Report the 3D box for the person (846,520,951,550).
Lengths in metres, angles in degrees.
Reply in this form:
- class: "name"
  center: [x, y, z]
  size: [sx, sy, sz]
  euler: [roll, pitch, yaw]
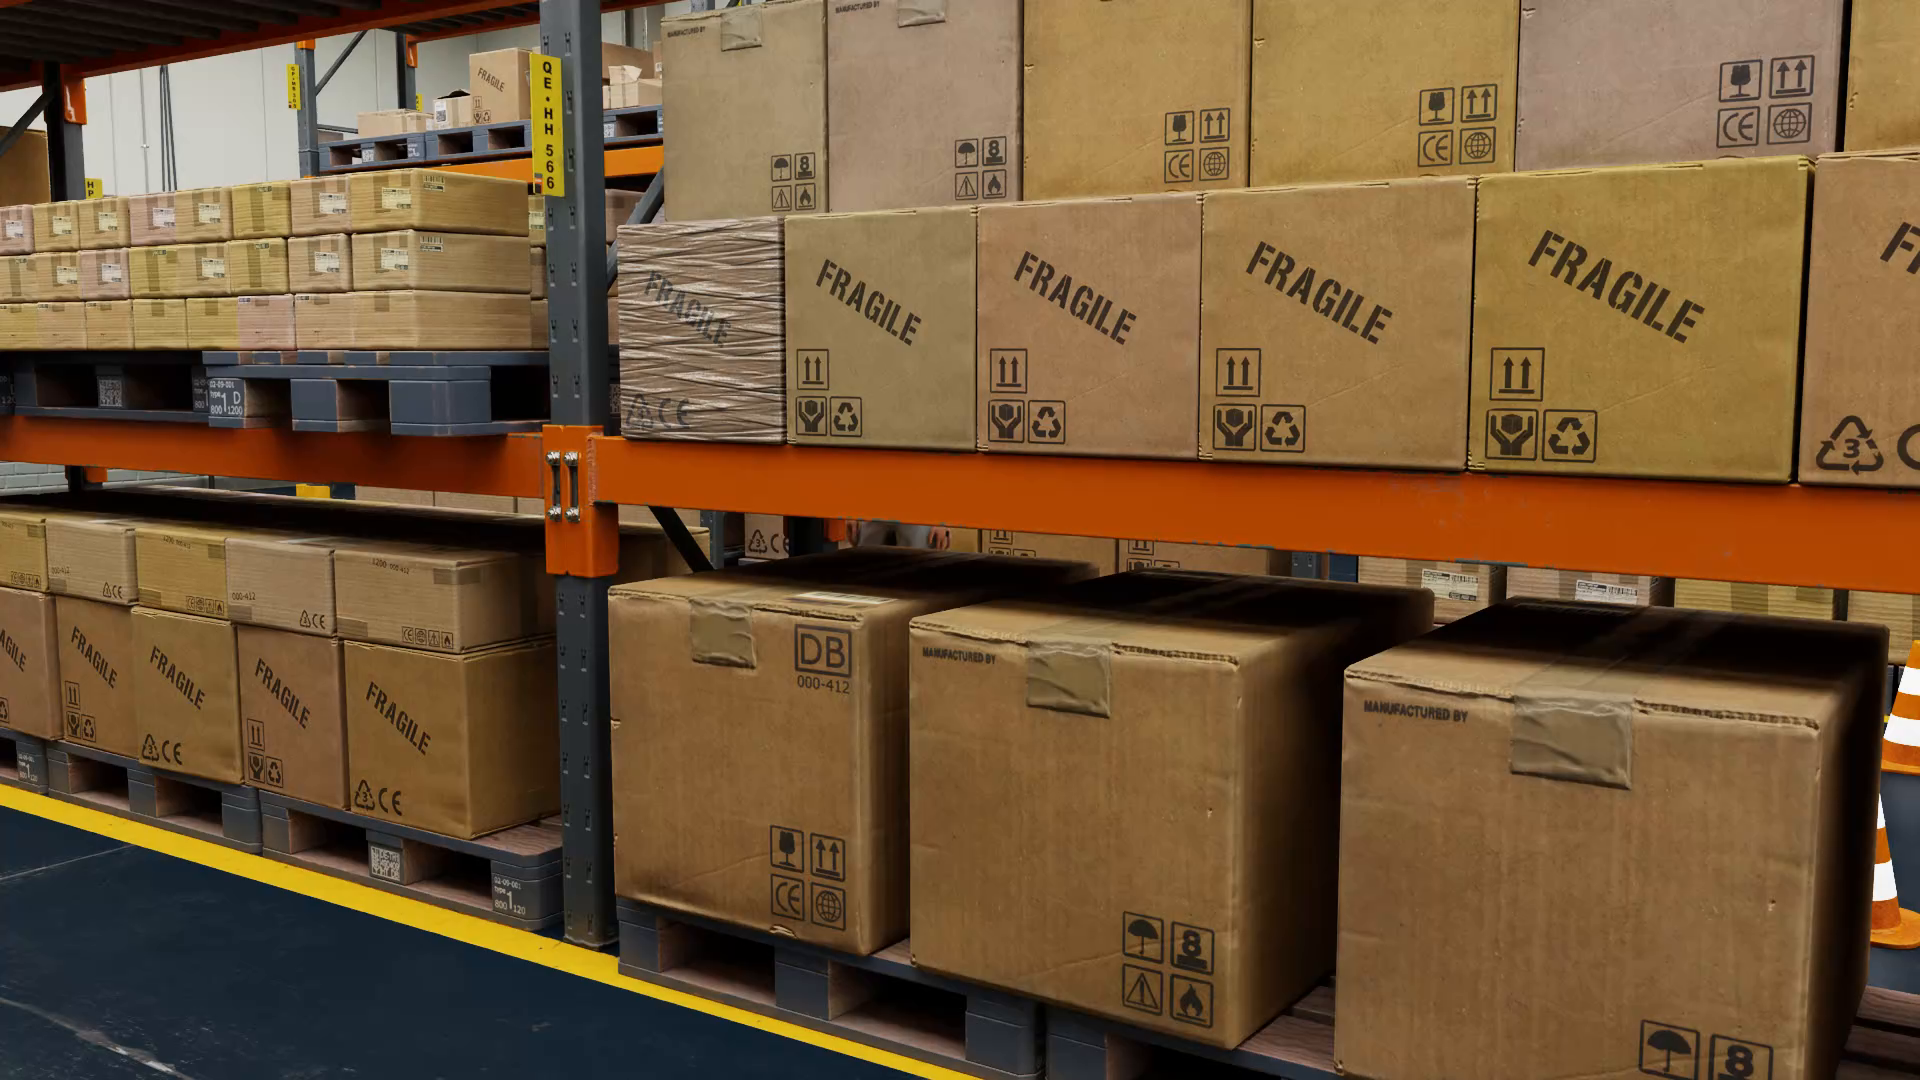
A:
- class: "person"
  center: [-0.247, -0.074, 6.640]
  size: [0.509, 1.671, 0.363]
  euler: [4, 7, 30]
